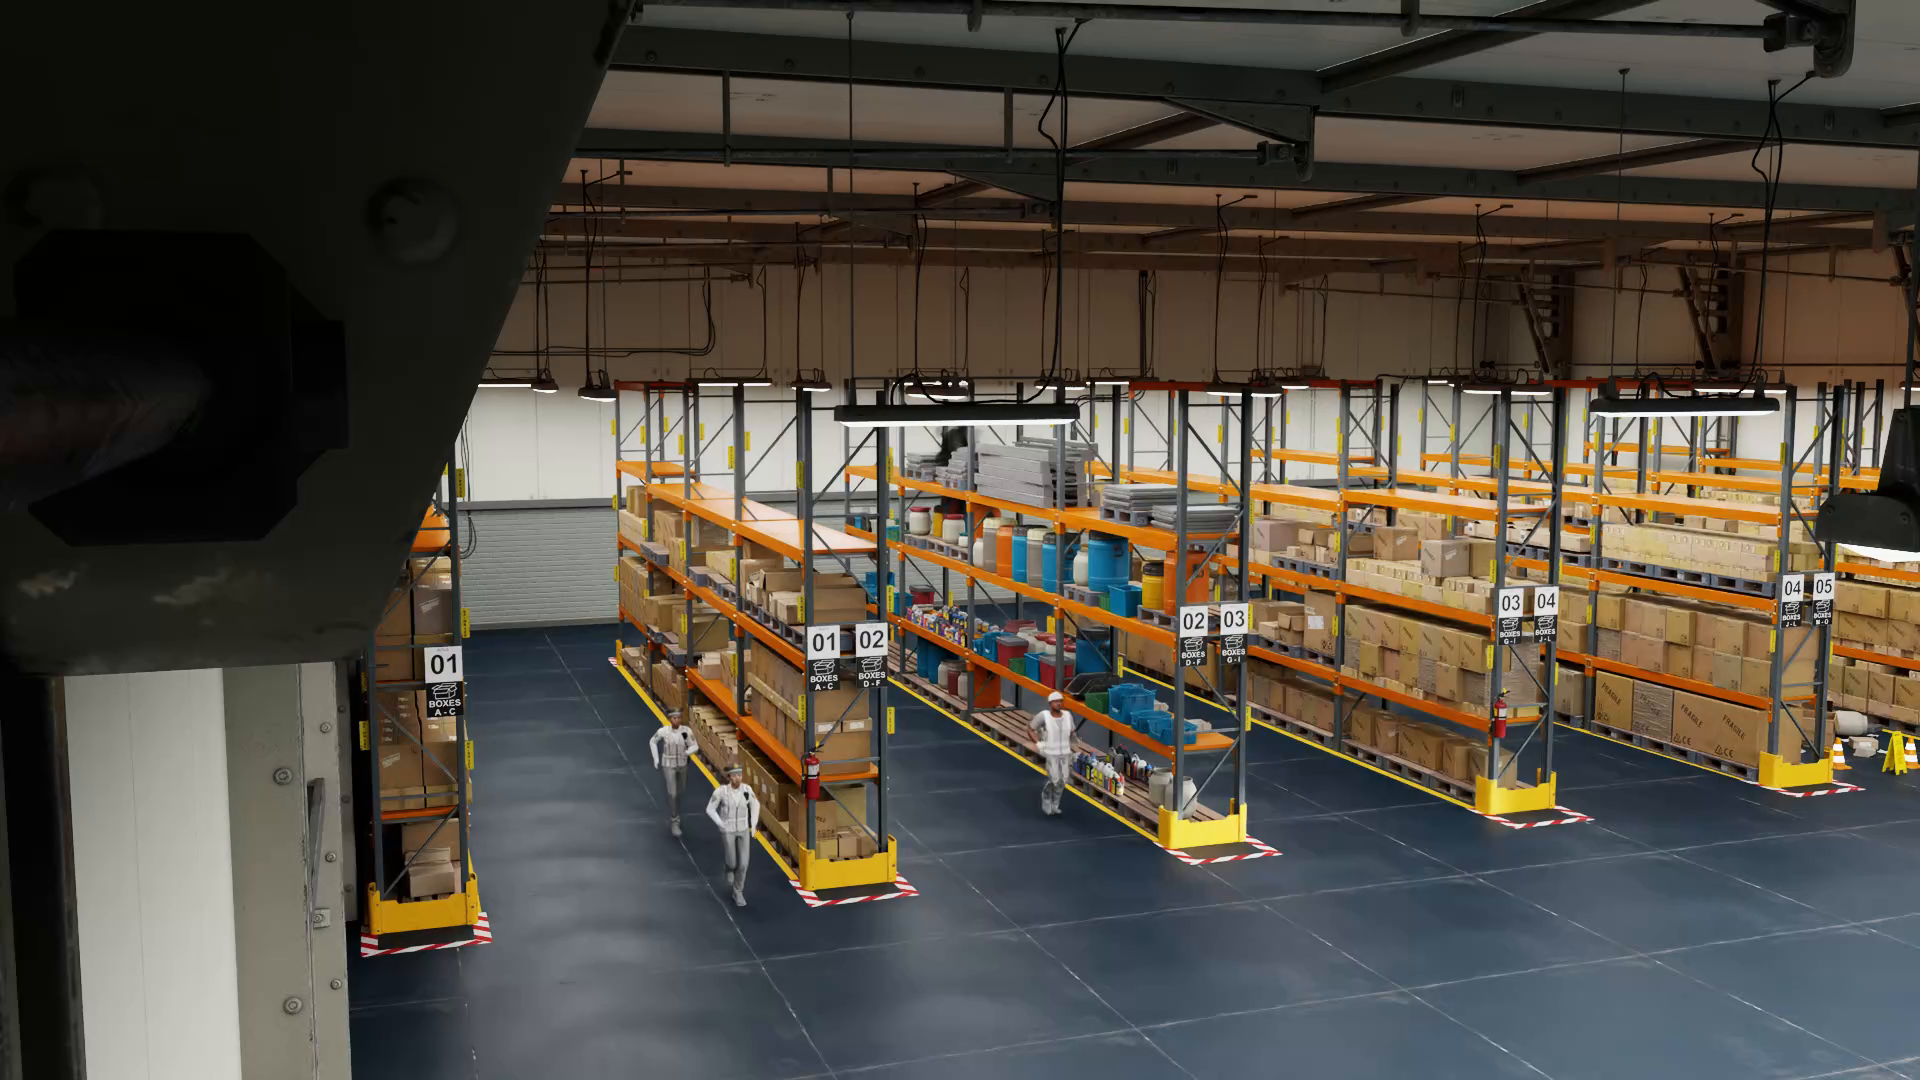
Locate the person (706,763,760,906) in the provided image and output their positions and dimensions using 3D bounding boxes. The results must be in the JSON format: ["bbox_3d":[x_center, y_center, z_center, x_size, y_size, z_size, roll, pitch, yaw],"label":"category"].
[{"bbox_3d":[-2.672,3.441,19.694,0.657,1.677,0.622,-2,6,-19],"label":"person"}]

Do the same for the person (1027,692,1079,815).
[{"bbox_3d":[1.362,2.997,23.230,0.666,1.746,0.615,-3,7,-24],"label":"person"}]

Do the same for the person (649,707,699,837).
[{"bbox_3d":[-3.853,3.088,22.557,0.614,1.707,0.835,-3,7,-24],"label":"person"}]
